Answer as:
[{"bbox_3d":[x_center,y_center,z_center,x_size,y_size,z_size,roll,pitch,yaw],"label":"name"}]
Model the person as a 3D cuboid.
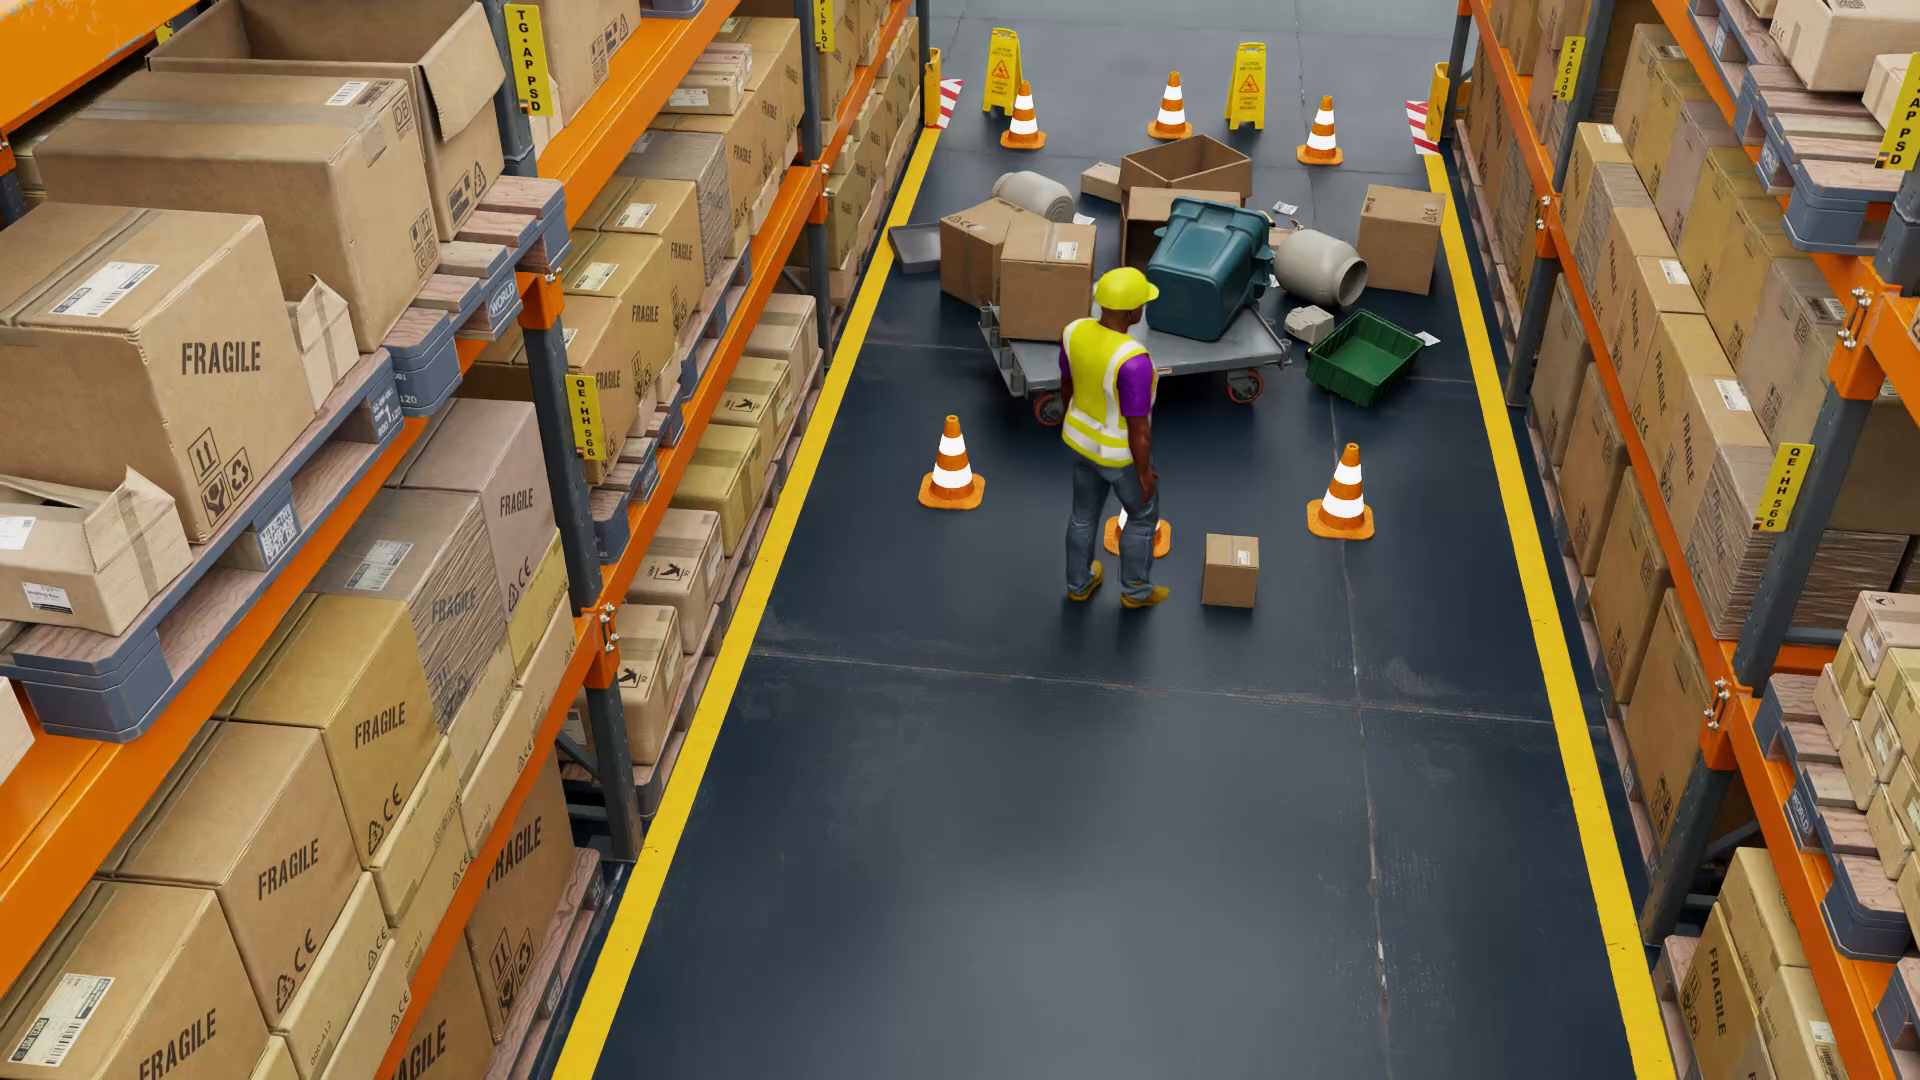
[{"bbox_3d":[0.722,-0.456,7.678,0.491,1.802,0.651,-27,44,-32],"label":"person"}]
